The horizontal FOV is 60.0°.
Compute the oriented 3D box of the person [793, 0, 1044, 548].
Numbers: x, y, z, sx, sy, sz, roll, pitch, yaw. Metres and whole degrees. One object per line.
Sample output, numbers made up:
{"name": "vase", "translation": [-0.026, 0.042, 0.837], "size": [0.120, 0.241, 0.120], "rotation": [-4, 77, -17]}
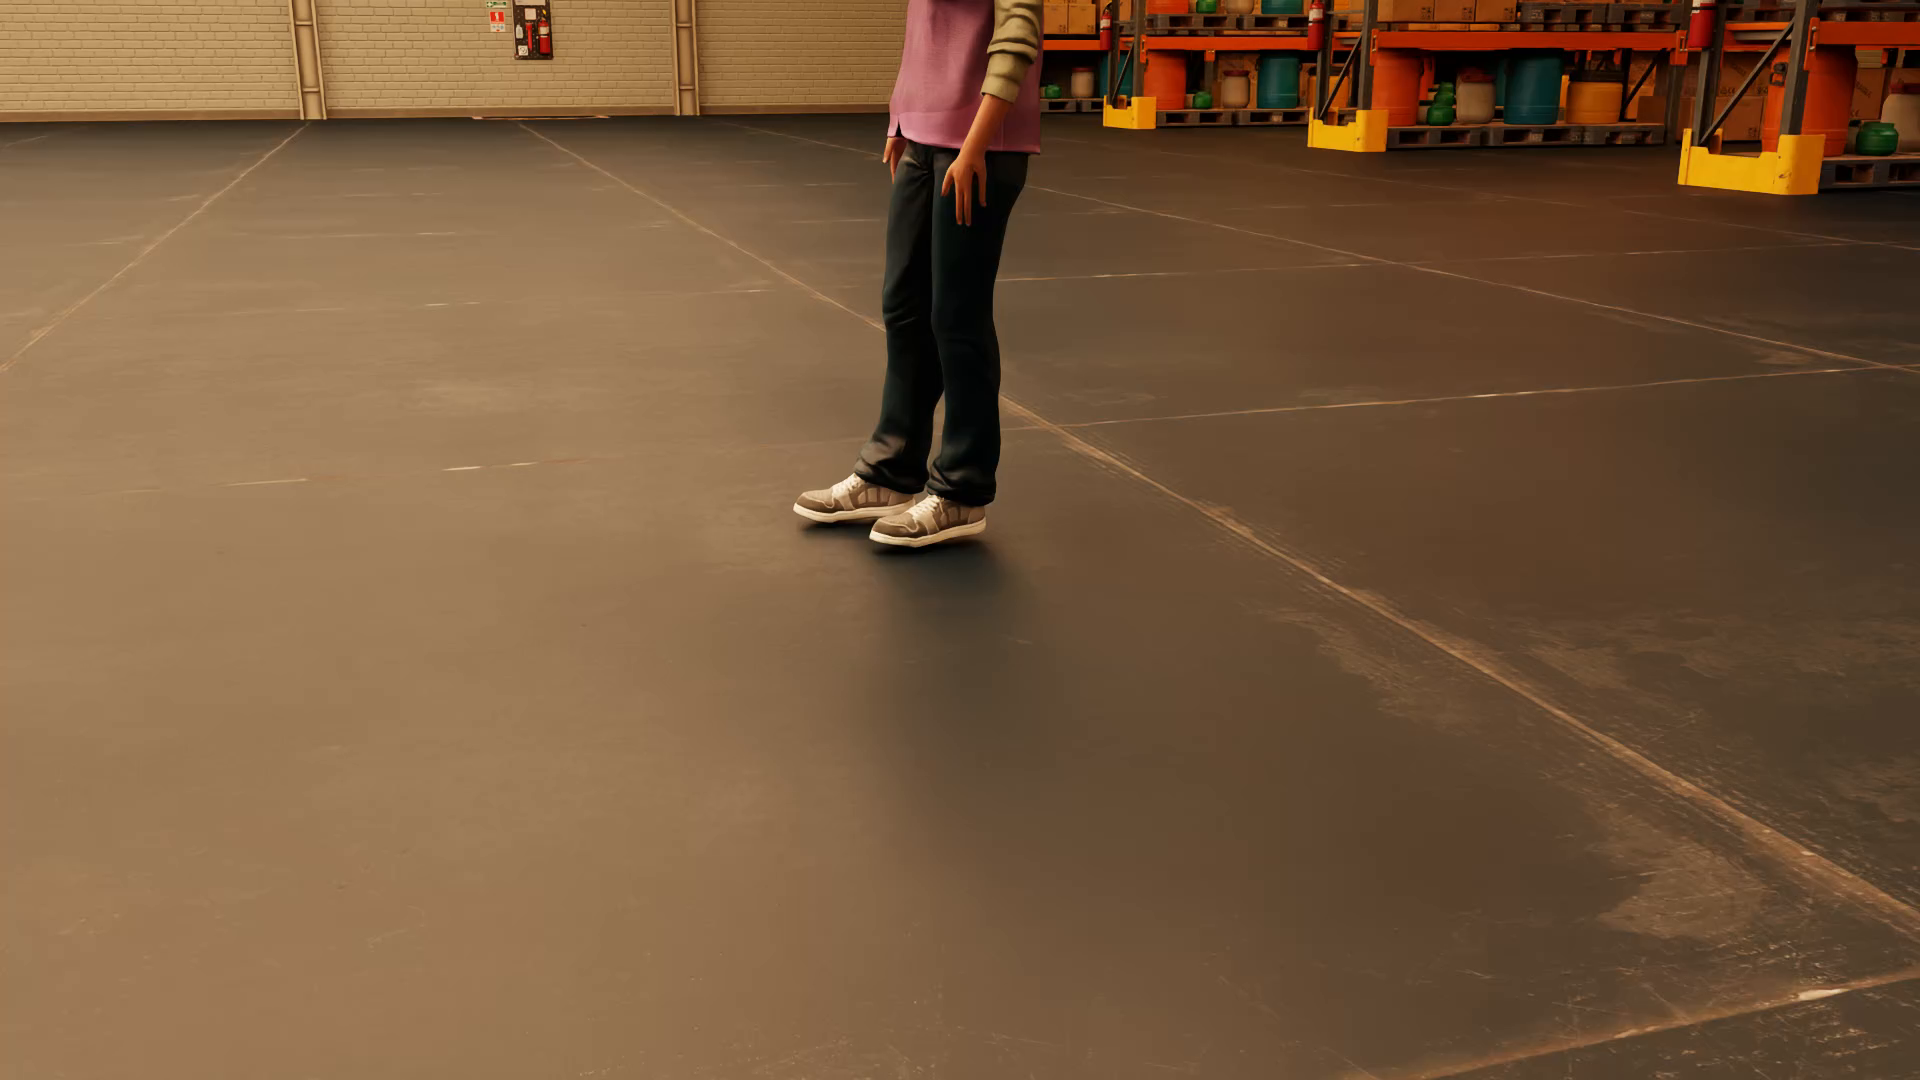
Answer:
{"name": "person", "translation": [-0.074, -0.769, 3.332], "size": [0.476, 1.593, 0.520], "rotation": [-5, 17, -17]}
